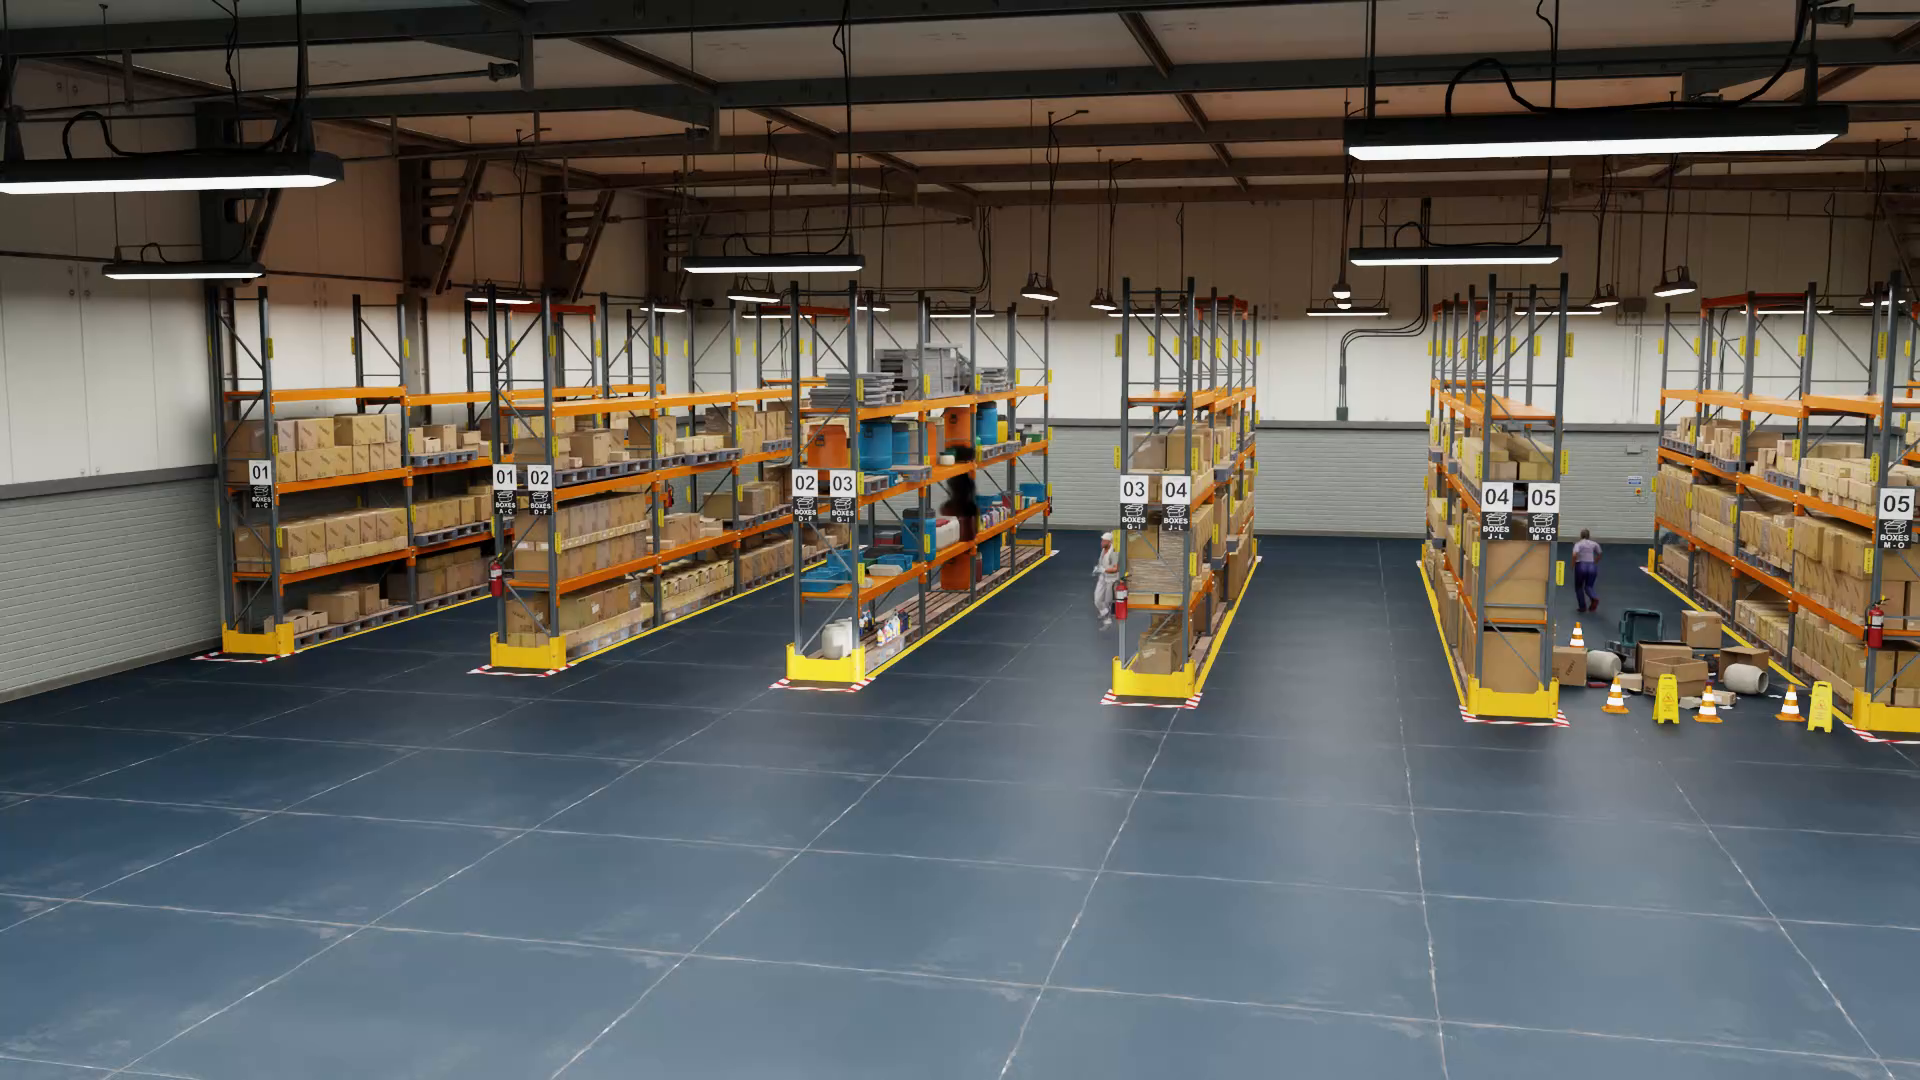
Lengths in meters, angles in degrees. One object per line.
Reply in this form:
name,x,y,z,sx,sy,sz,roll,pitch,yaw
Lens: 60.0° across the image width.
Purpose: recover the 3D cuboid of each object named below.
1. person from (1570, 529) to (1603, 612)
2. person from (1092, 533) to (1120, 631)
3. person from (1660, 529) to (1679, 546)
person,11.940,0.601,31.664,0.605,1.582,0.617,0,7,0
person,2.595,0.715,29.112,0.711,1.733,0.784,-6,9,-43
person,16.478,-0.284,38.416,0.642,1.721,0.691,3,7,25
